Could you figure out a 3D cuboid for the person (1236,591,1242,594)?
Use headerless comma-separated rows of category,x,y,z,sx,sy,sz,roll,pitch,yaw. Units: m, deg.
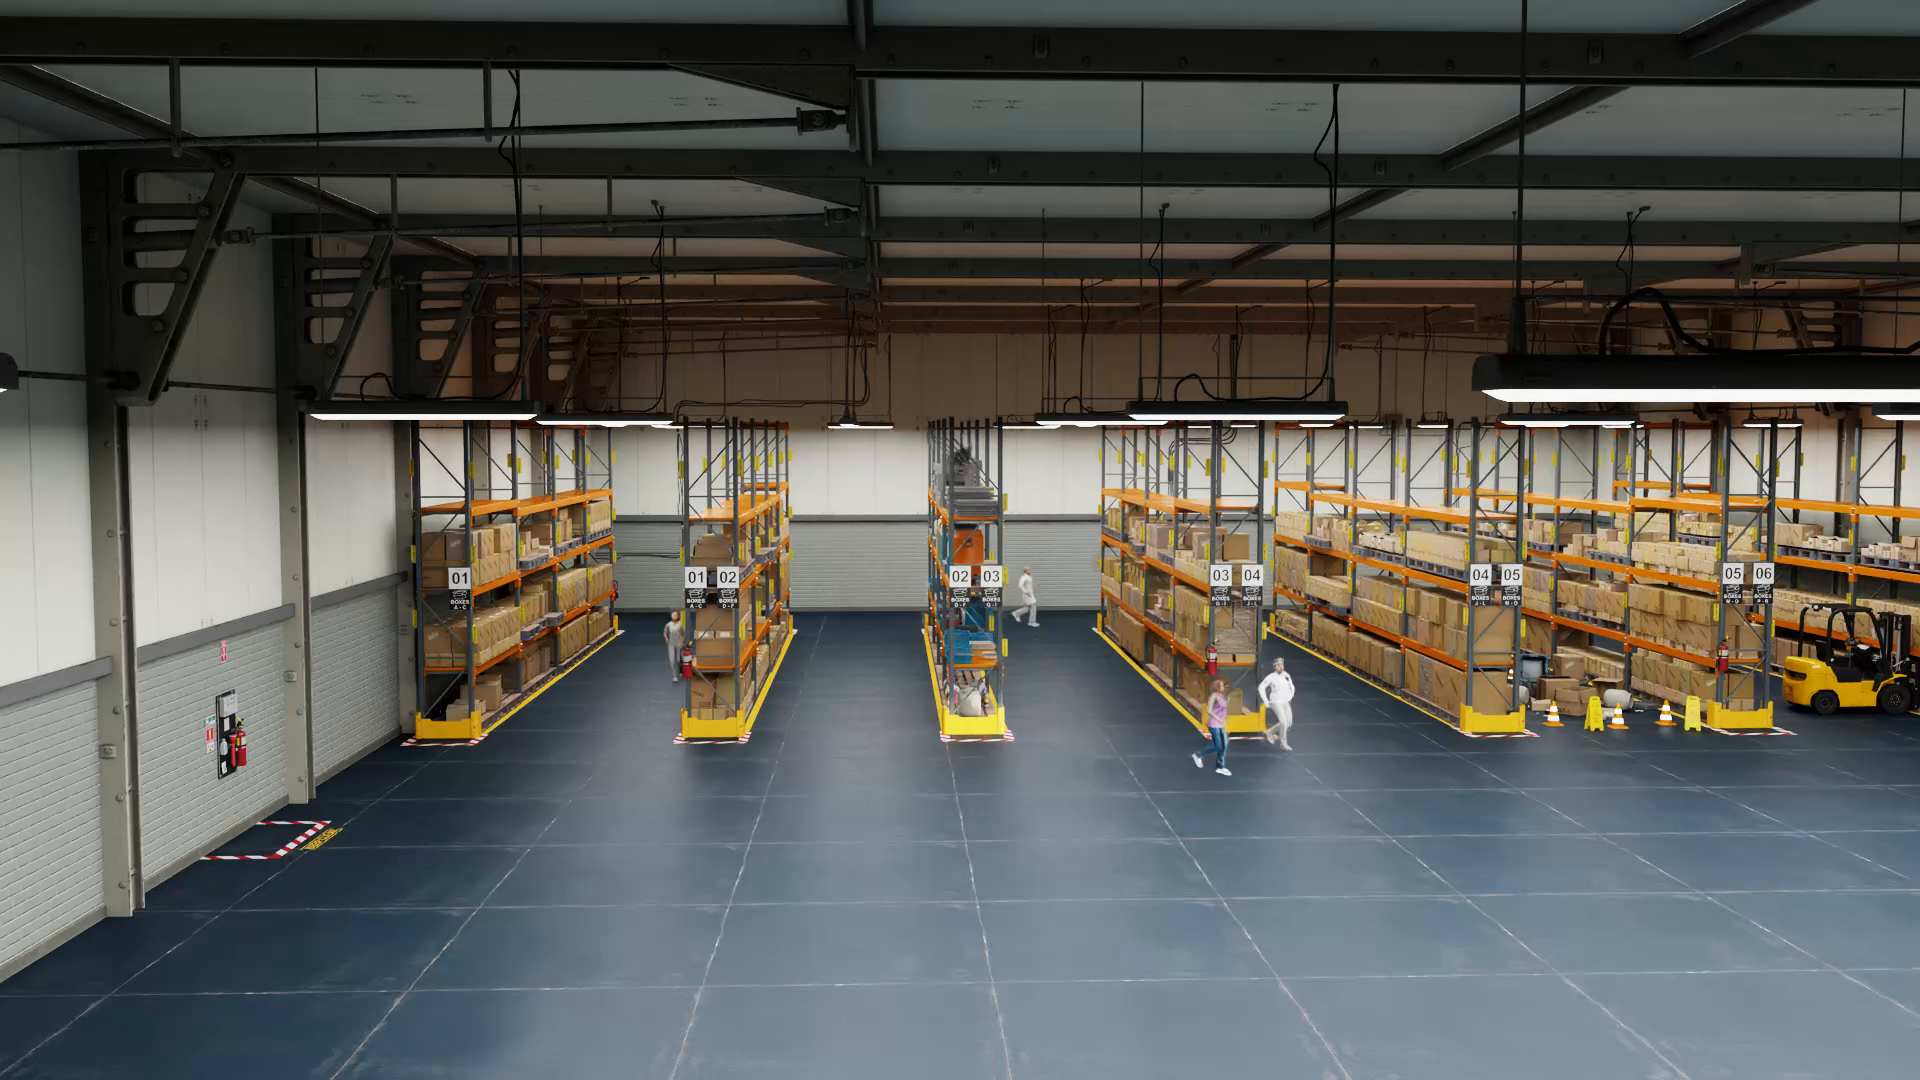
person,7.698,1.769,47.507,0.832,1.715,0.846,1,4,11

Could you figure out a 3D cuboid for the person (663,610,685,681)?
person,-6.532,2.421,38.145,0.561,1.620,0.588,0,4,-3

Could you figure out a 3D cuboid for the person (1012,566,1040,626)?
person,1.945,1.656,49.022,0.858,1.775,0.704,1,4,10

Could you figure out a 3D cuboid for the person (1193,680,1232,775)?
person,4.269,3.125,27.856,0.634,1.592,0.566,2,4,31

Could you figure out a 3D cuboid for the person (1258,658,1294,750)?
person,5.748,2.954,30.025,0.701,1.678,0.511,-2,4,-33
